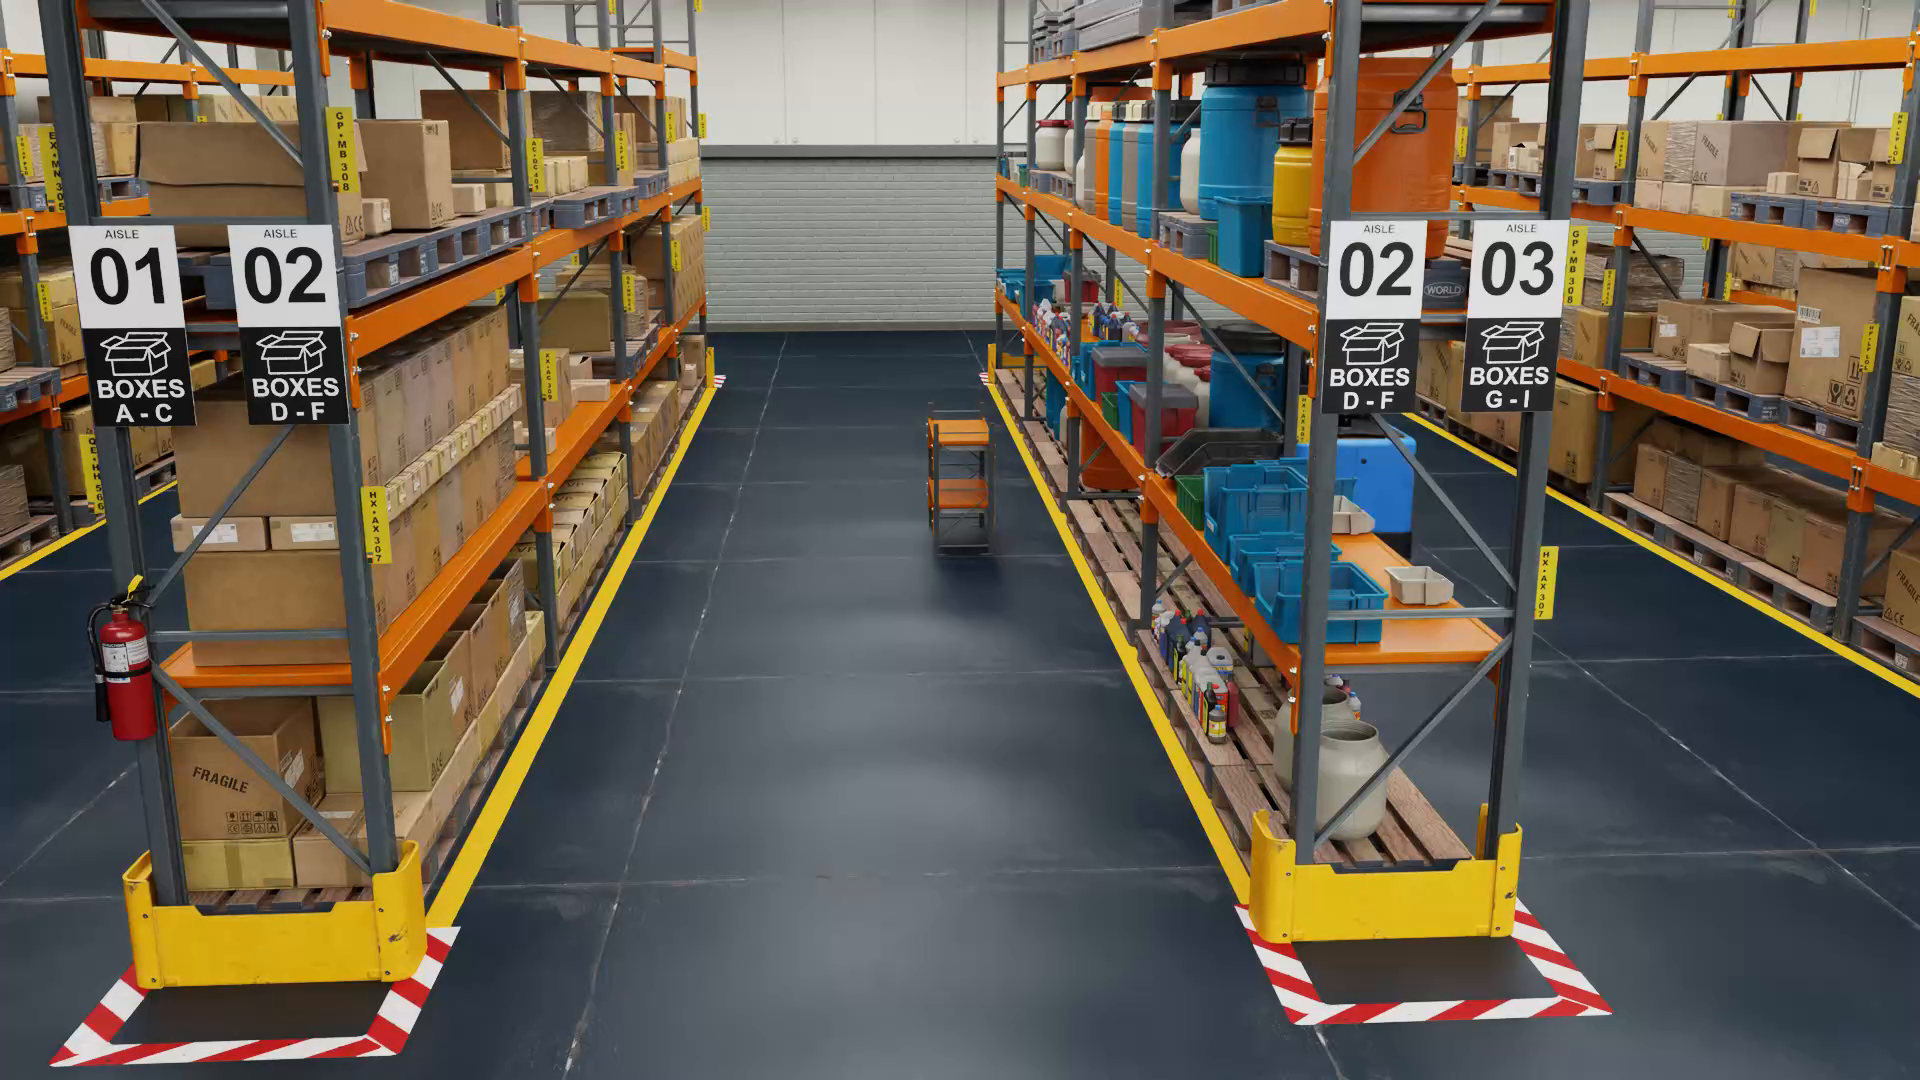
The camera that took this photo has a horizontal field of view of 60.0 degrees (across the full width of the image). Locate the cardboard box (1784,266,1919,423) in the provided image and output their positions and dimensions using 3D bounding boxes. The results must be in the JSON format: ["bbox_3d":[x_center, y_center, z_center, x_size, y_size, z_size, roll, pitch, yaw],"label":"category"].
[{"bbox_3d":[6.773,-1.436,12.043,1.000,1.000,1.000,-1,14,-3],"label":"cardboard box"}]

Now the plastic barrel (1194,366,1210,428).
[{"bbox_3d":[1.899,-0.973,12.017,0.433,0.535,0.433,0,14,0],"label":"plastic barrel"}]

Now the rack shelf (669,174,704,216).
[{"bbox_3d":[-3.825,-4.182,20.185,1.077,0.370,4.000,-1,14,-3],"label":"rack shelf"}]

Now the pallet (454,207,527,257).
[{"bbox_3d":[-3.126,-1.789,9.617,1.003,0.211,1.213,-1,14,-3],"label":"pallet"}]

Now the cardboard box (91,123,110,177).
[{"bbox_3d":[-8.634,-3.734,15.914,0.700,0.500,0.500,-1,14,-3],"label":"cardboard box"}]

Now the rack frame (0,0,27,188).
[{"bbox_3d":[-8.397,-4.414,13.621,1.000,3.000,0.127,-1,14,-3],"label":"rack frame"}]

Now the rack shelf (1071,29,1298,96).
[{"bbox_3d":[1.615,-3.527,12.421,1.077,0.370,4.000,-1,14,-3],"label":"rack shelf"}]

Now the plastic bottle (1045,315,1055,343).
[{"bbox_3d":[0.964,-2.187,17.255,0.152,0.276,0.135,-1,14,-3],"label":"plastic bottle"}]

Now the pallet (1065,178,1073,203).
[{"bbox_3d":[1.542,-3.214,15.358,1.003,0.211,1.213,-1,14,-3],"label":"pallet"}]

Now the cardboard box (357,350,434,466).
[{"bbox_3d":[-3.047,-0.658,8.261,0.700,0.500,0.500,-1,14,-3],"label":"cardboard box"}]

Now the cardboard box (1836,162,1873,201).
[{"bbox_3d":[6.524,-2.566,11.887,0.396,0.266,0.258,0,14,-1],"label":"cardboard box"}]

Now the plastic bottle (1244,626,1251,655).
[{"bbox_3d":[1.923,0.561,10.758,0.144,0.351,0.185,-1,14,-3],"label":"plastic bottle"}]

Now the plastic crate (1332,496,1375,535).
[{"bbox_3d":[2.093,-0.139,9.575,0.530,0.136,0.437,-1,14,-3],"label":"plastic crate"}]

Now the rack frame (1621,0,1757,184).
[{"bbox_3d":[6.435,-4.643,14.512,1.000,3.000,0.127,-1,14,-3],"label":"rack frame"}]

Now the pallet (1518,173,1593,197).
[{"bbox_3d":[6.270,-3.536,16.610,1.003,0.211,1.213,0,14,-1],"label":"pallet"}]

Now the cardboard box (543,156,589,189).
[{"bbox_3d":[-3.368,-3.057,13.826,0.500,0.250,0.500,-2,15,-8],"label":"cardboard box"}]

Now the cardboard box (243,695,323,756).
[{"bbox_3d":[-3.364,0.792,8.599,0.500,0.500,0.500,-1,14,-3],"label":"cardboard box"}]

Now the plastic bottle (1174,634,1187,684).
[{"bbox_3d":[1.355,0.732,10.230,0.061,0.283,0.133,0,14,-1],"label":"plastic bottle"}]

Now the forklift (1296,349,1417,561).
[{"bbox_3d":[3.099,-1.548,14.661,1.130,2.935,3.031,-1,14,-3],"label":"forklift"}]

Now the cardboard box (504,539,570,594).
[{"bbox_3d":[-2.982,0.159,11.437,0.500,0.311,0.500,-1,14,-3],"label":"cardboard box"}]

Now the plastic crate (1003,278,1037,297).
[{"bbox_3d":[0.764,-3.205,21.178,0.416,0.233,0.300,-1,14,-3],"label":"plastic crate"}]

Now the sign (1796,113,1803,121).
[{"bbox_3d":[11.451,-5.664,22.722,0.100,0.325,0.005,-1,14,-3],"label":"sign"}]

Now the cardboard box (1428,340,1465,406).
[{"bbox_3d":[6.226,-2.072,19.981,0.875,0.875,0.875,-1,14,-3],"label":"cardboard box"}]

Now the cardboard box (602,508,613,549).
[{"bbox_3d":[-3.113,-0.077,13.481,0.500,0.250,0.500,-1,14,-2],"label":"cardboard box"}]

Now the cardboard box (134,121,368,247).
[{"bbox_3d":[-2.989,-1.513,7.036,0.797,0.503,0.637,0,14,0],"label":"cardboard box"}]

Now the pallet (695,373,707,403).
[{"bbox_3d":[-3.893,-2.007,21.905,1.003,0.211,1.213,-1,14,-3],"label":"pallet"}]

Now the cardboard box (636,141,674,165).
[{"bbox_3d":[-3.483,-4.327,18.603,0.500,0.250,0.500,-1,14,-3],"label":"cardboard box"}]

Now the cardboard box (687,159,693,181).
[{"bbox_3d":[-3.589,-4.583,20.600,0.500,0.250,0.500,-1,14,-3],"label":"cardboard box"}]

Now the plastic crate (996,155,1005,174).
[{"bbox_3d":[0.741,-4.940,21.949,0.497,0.269,0.590,-1,14,-3],"label":"plastic crate"}]

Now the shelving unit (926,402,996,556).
[{"bbox_3d":[0.000,-0.546,14.393,0.538,1.125,1.048,-1,14,-3],"label":"shelving unit"}]

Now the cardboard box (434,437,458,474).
[{"bbox_3d":[-2.861,-0.442,8.721,0.380,0.149,0.250,-1,14,-3],"label":"cardboard box"}]

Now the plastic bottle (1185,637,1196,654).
[{"bbox_3d":[1.433,0.732,10.254,0.097,0.271,0.097,0,14,0],"label":"plastic bottle"}]

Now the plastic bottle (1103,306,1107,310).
[{"bbox_3d":[1.613,-2.412,18.130,0.152,0.276,0.135,-1,14,-3],"label":"plastic bottle"}]

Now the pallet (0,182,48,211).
[{"bbox_3d":[-8.490,-3.029,14.637,1.213,0.211,1.003,0,14,-1],"label":"pallet"}]

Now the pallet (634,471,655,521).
[{"bbox_3d":[-3.461,-0.421,15.740,1.003,0.211,1.213,-1,14,-3],"label":"pallet"}]

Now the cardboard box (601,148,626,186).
[{"bbox_3d":[-3.545,-3.321,15.195,0.910,0.500,0.500,-1,14,-3],"label":"cardboard box"}]

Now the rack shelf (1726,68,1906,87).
[{"bbox_3d":[11.020,-5.837,20.602,1.077,0.370,4.000,-1,14,-3],"label":"rack shelf"}]

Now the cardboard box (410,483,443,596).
[{"bbox_3d":[-3.036,-0.015,8.363,0.700,0.500,0.500,-1,14,-3],"label":"cardboard box"}]

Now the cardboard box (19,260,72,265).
[{"bbox_3d":[-8.773,-2.565,16.135,0.500,0.250,0.500,-1,14,-5],"label":"cardboard box"}]

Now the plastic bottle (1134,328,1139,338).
[{"bbox_3d":[1.756,-1.946,16.329,0.097,0.271,0.097,0,14,0],"label":"plastic bottle"}]

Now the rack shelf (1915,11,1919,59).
[{"bbox_3d":[6.806,-2.801,8.803,1.077,0.370,4.000,-1,14,-3],"label":"rack shelf"}]

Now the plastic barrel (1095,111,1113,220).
[{"bbox_3d":[1.366,-2.952,13.096,0.600,0.830,0.708,-1,14,-3],"label":"plastic barrel"}]

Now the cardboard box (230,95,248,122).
[{"bbox_3d":[-8.447,-4.807,18.924,0.500,0.500,0.500,-1,14,-5],"label":"cardboard box"}]

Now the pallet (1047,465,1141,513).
[{"bbox_3d":[1.401,-0.506,16.070,1.003,0.211,1.213,-1,14,-3],"label":"pallet"}]

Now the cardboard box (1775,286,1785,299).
[{"bbox_3d":[10.736,-3.184,21.386,0.380,0.149,0.250,0,14,-1],"label":"cardboard box"}]

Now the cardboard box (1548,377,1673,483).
[{"bbox_3d":[6.413,-1.084,16.141,1.225,0.875,0.875,-2,15,-6],"label":"cardboard box"}]

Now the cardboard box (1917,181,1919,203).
[{"bbox_3d":[6.395,-2.230,10.656,0.380,0.149,0.250,-1,14,-5],"label":"cardboard box"}]

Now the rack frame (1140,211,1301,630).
[{"bbox_3d":[1.739,-0.666,11.096,1.000,3.000,0.127,-1,14,-3],"label":"rack frame"}]

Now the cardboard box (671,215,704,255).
[{"bbox_3d":[-3.646,-4.001,21.851,0.500,0.500,0.500,-1,14,-4],"label":"cardboard box"}]

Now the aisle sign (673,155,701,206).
[{"bbox_3d":[-3.647,-4.856,22.162,0.394,0.787,0.004,-1,14,-3],"label":"aisle sign"}]

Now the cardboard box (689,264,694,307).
[{"bbox_3d":[-3.557,-3.138,20.502,0.500,0.500,0.500,-1,14,-4],"label":"cardboard box"}]

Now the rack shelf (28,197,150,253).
[{"bbox_3d":[-8.521,-3.110,16.017,1.077,0.370,4.000,-1,14,-3],"label":"rack shelf"}]

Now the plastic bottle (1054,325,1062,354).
[{"bbox_3d":[0.970,-1.983,16.447,0.061,0.283,0.133,-1,14,-3],"label":"plastic bottle"}]

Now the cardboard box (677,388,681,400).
[{"bbox_3d":[-3.574,-1.744,20.088,0.380,0.166,0.250,-1,14,-3],"label":"cardboard box"}]

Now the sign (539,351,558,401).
[{"bbox_3d":[-2.651,-1.057,10.720,0.100,0.325,0.005,-1,14,-3],"label":"sign"}]

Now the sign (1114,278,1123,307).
[{"bbox_3d":[1.793,-2.798,18.826,0.100,0.325,0.005,-1,14,-3],"label":"sign"}]
